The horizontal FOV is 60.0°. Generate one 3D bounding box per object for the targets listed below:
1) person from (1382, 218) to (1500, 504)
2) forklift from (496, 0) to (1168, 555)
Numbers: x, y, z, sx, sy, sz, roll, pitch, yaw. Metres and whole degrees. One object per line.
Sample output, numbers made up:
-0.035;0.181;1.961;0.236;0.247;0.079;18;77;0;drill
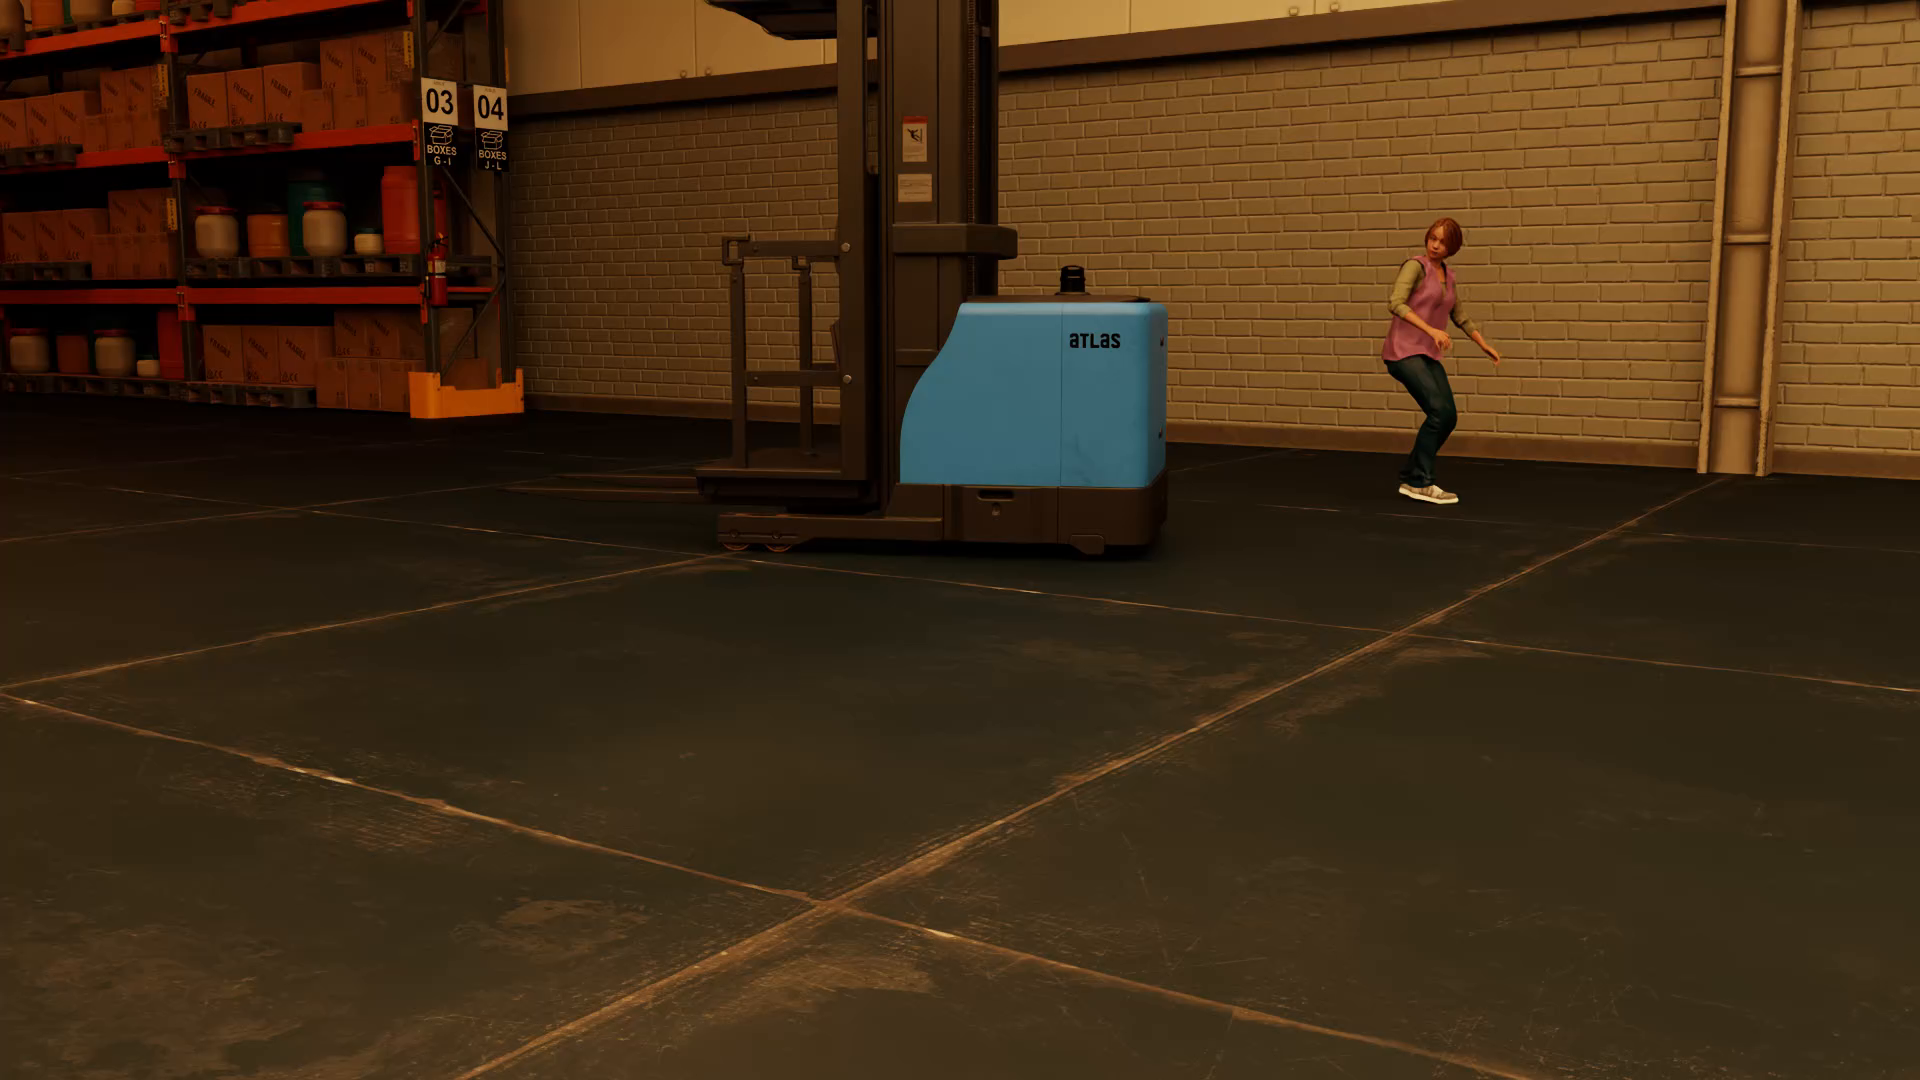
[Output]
2.581;-0.962;9.032;0.509;1.545;0.660;7;11;43;person
-0.596;-1.469;7.520;3.031;2.935;1.130;2;8;12;forklift
